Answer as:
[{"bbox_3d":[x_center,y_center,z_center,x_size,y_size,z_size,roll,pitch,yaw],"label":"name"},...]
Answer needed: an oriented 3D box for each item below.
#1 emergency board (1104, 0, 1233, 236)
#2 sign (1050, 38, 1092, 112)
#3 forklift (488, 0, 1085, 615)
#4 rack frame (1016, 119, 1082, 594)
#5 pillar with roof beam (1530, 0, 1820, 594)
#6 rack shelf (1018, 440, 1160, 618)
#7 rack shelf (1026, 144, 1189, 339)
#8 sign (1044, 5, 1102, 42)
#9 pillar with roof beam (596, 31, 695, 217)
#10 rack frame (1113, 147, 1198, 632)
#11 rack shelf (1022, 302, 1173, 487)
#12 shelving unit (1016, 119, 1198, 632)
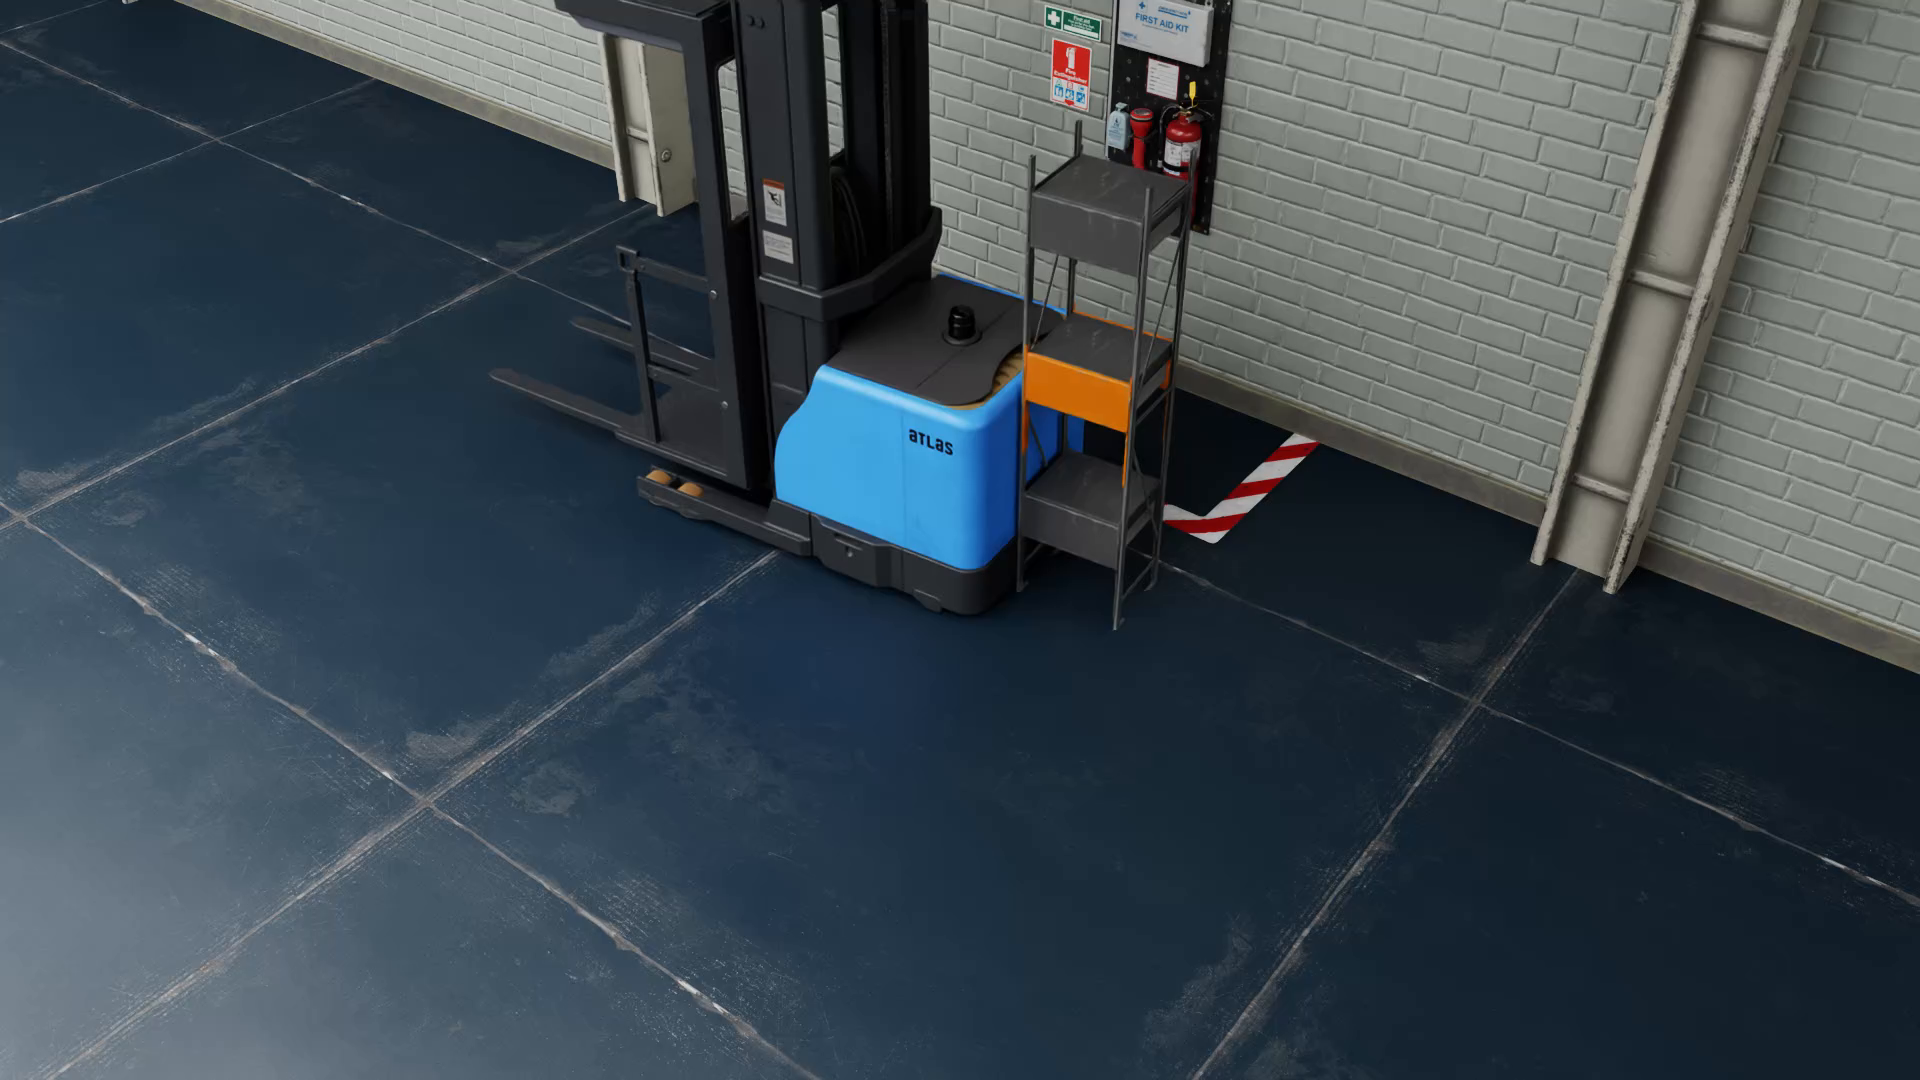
[{"bbox_3d":[0.923,-2.029,7.908,0.643,1.169,0.194,25,45,29],"label":"emergency board"},{"bbox_3d":[0.547,-2.301,8.226,0.234,0.329,0.001,25,45,29],"label":"sign"},{"bbox_3d":[-0.943,-1.512,7.304,3.031,2.935,1.130,21,43,24],"label":"forklift"},{"bbox_3d":[0.362,-0.692,6.931,0.015,2.100,0.400,21,43,24],"label":"rack frame"},{"bbox_3d":[0.248,-1.339,2.160,0.400,9.000,9.100,25,45,29],"label":"pillar with roof beam"},{"bbox_3d":[0.570,-0.051,7.270,0.480,0.518,0.431,21,43,24],"label":"rack shelf"},{"bbox_3d":[0.570,-1.154,6.407,0.480,0.518,0.431,21,43,24],"label":"rack shelf"},{"bbox_3d":[0.545,-2.503,8.055,0.331,0.109,0.001,25,45,29],"label":"sign"},{"bbox_3d":[-4.518,-3.586,5.031,0.400,9.000,9.100,25,45,29],"label":"pillar with roof beam"},{"bbox_3d":[0.778,-0.534,6.729,0.015,2.100,0.400,21,43,24],"label":"rack frame"},{"bbox_3d":[0.570,-0.602,6.838,0.480,0.518,0.431,21,43,24],"label":"rack shelf"},{"bbox_3d":[0.570,-0.613,6.830,0.503,2.100,0.431,21,43,24],"label":"shelving unit"}]
